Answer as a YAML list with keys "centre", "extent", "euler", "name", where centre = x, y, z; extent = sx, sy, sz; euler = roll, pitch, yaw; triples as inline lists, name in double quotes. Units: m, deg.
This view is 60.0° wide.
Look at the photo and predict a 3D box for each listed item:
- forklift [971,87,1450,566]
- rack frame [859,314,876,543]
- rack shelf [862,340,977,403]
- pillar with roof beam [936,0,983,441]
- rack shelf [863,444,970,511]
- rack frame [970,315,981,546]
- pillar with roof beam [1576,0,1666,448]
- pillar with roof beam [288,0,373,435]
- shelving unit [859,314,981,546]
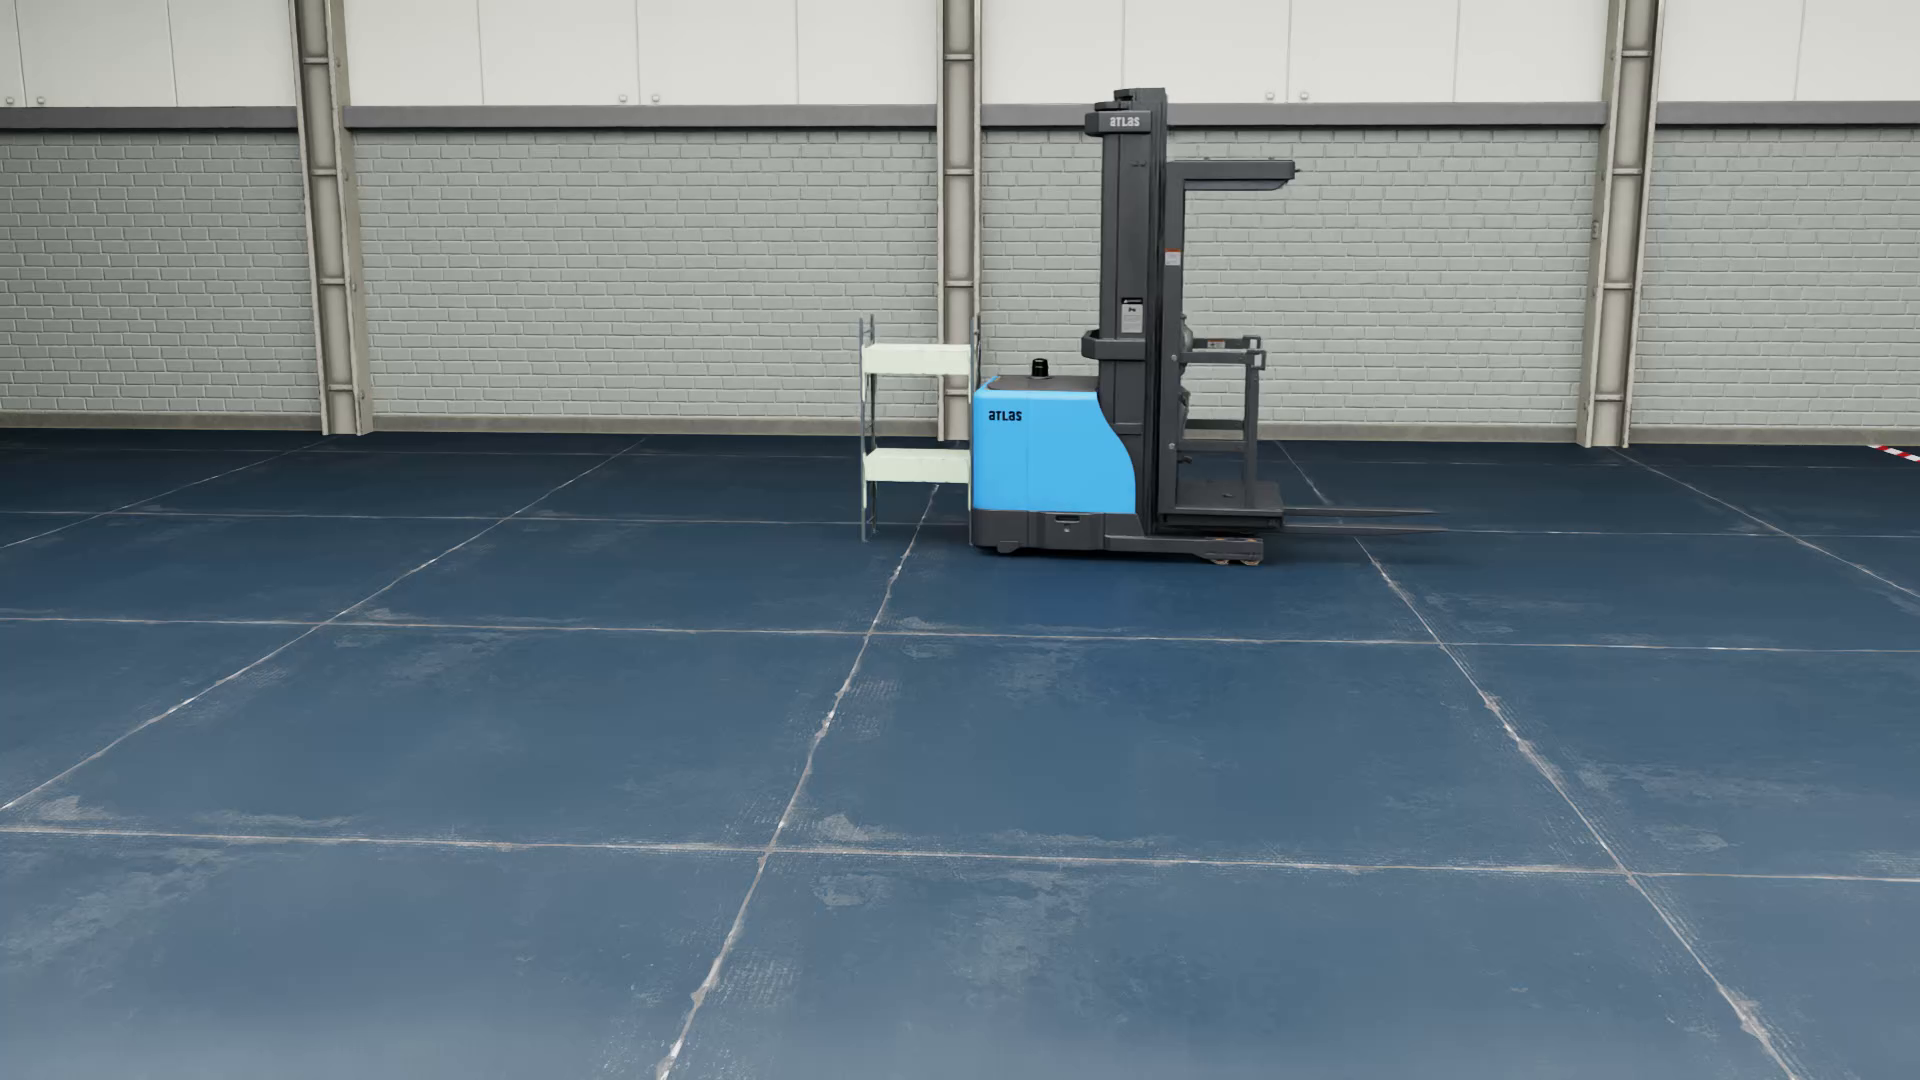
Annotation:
- centre: [1.632, -1.389, 10.750]
  extent: [3.031, 2.935, 1.130]
  euler: [2, 12, 8]
  name: "forklift"
- centre: [-0.621, -0.757, 11.224]
  extent: [0.023, 1.500, 0.400]
  euler: [2, 12, 8]
  name: "rack frame"
- centre: [-0.259, -1.128, 11.093]
  extent: [0.720, 0.370, 0.431]
  euler: [2, 12, 8]
  name: "rack shelf"
- centre: [-0.291, -4.494, 10.773]
  extent: [0.400, 9.000, 9.100]
  euler: [1, 12, 4]
  name: "pillar with roof beam"
- centre: [-0.259, -0.427, 11.240]
  extent: [0.720, 0.370, 0.431]
  euler: [2, 12, 8]
  name: "rack shelf"
- centre: [0.103, -0.736, 11.122]
  extent: [0.023, 1.500, 0.400]
  euler: [2, 12, 8]
  name: "rack frame"
- centre: [5.696, -4.412, 10.381]
  extent: [0.400, 9.000, 9.100]
  euler: [1, 12, 4]
  name: "pillar with roof beam"
- centre: [-6.277, -4.576, 11.166]
  extent: [0.400, 9.000, 9.100]
  euler: [1, 12, 4]
  name: "pillar with roof beam"
- centre: [-0.259, -0.746, 11.173]
  extent: [0.755, 1.500, 0.431]
  euler: [2, 12, 8]
  name: "shelving unit"
